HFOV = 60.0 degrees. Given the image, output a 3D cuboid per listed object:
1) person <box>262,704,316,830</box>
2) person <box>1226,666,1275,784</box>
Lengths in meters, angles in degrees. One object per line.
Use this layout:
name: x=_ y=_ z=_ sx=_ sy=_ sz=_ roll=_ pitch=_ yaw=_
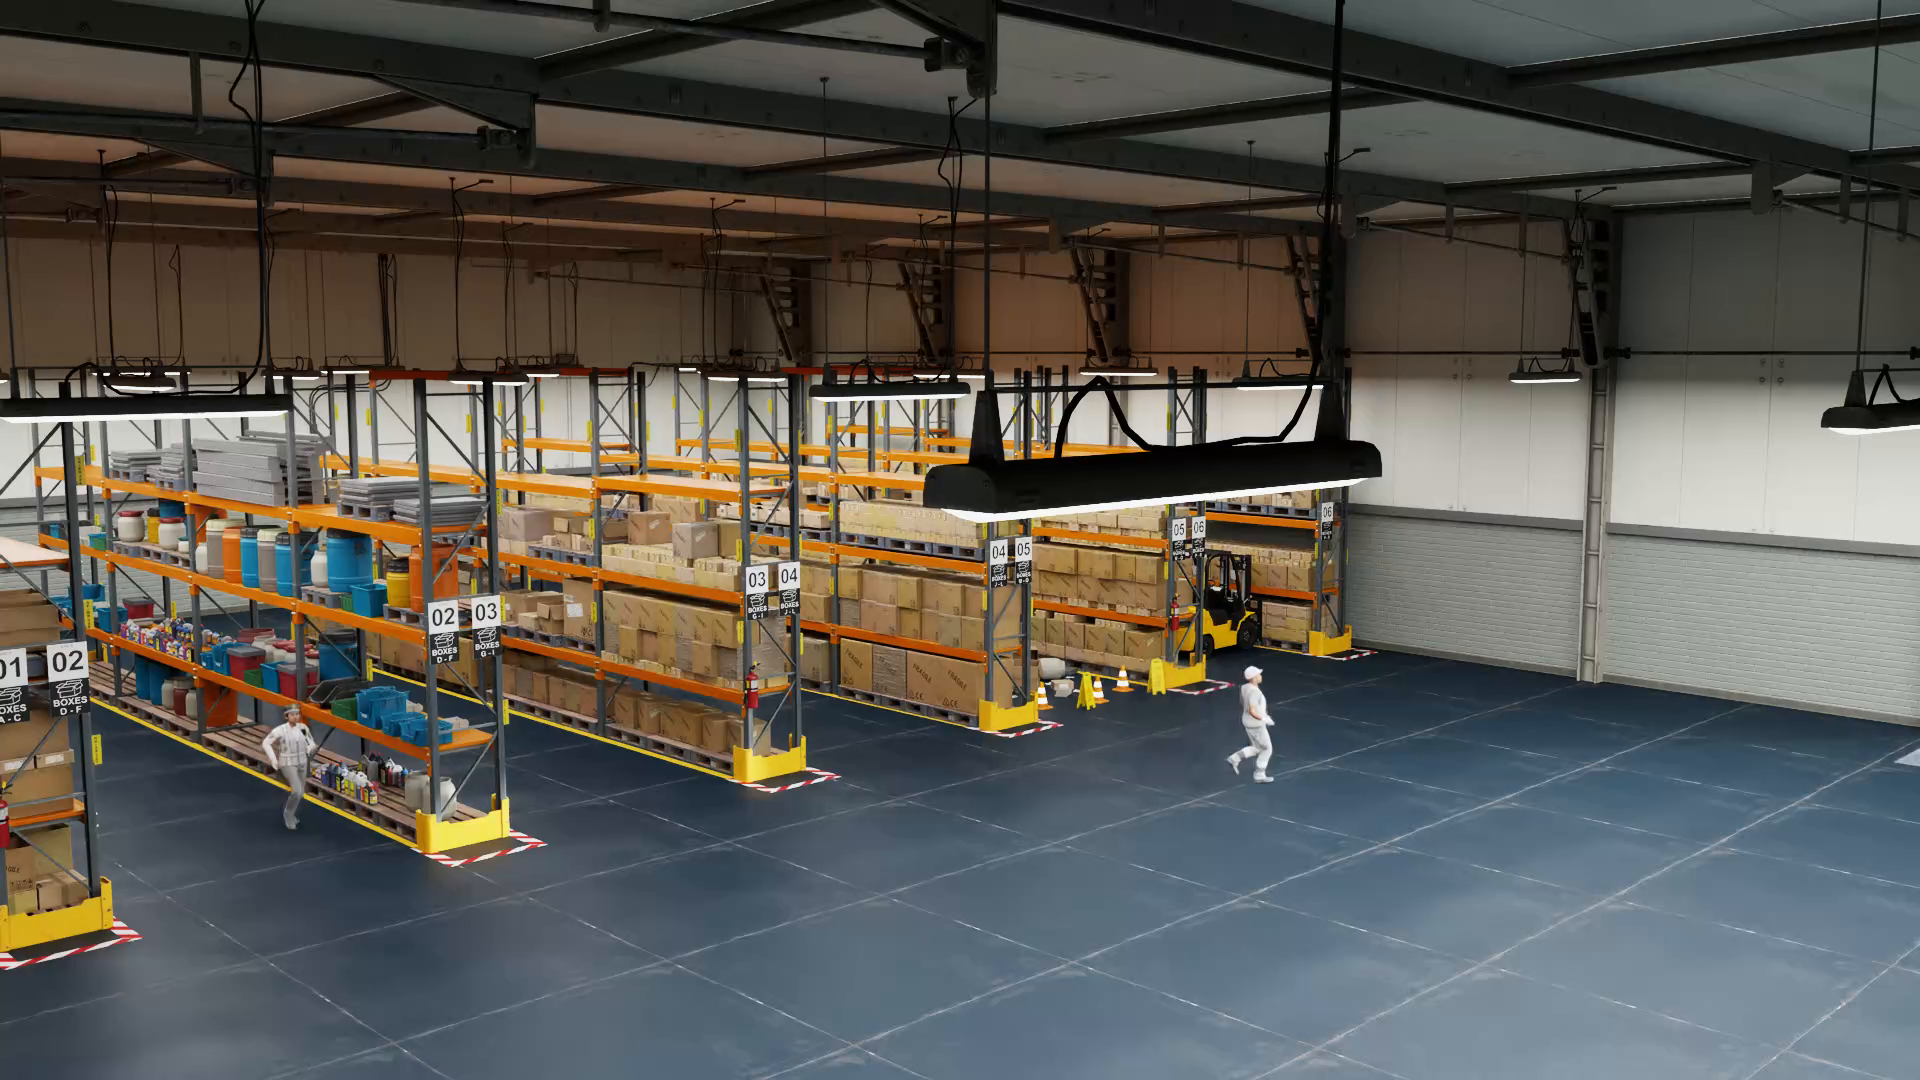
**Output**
person: x=-8.837 y=3.004 z=22.074 sx=0.667 sy=1.690 sz=0.582 roll=5 pitch=8 yaw=37
person: x=4.283 y=2.716 z=24.413 sx=0.687 sy=1.739 sz=0.658 roll=-1 pitch=6 yaw=-5
